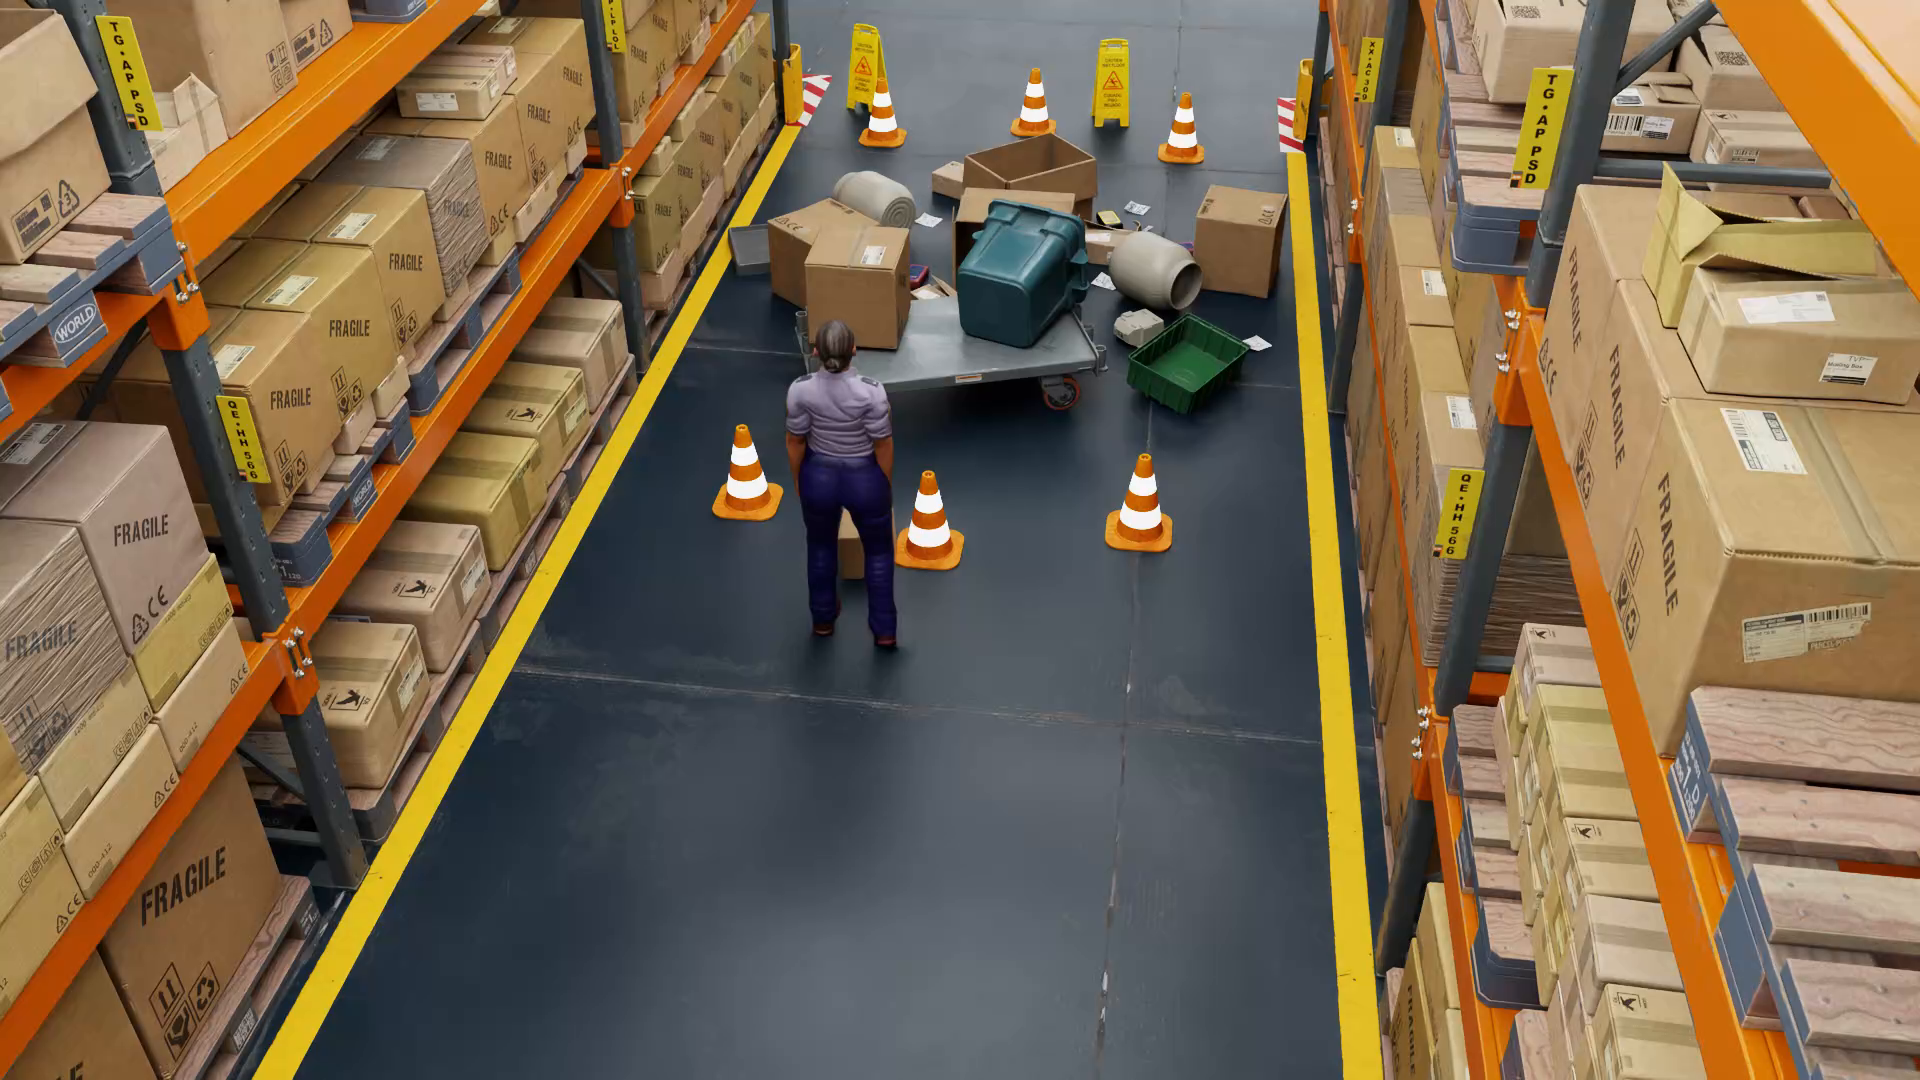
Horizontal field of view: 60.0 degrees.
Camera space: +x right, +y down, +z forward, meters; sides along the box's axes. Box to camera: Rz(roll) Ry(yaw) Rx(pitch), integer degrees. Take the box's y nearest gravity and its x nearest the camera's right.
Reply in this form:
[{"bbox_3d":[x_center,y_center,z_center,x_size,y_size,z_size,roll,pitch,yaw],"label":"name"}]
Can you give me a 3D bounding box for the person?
[{"bbox_3d":[-0.519,-0.245,7.418,0.475,1.684,0.372,3,36,4],"label":"person"}]
